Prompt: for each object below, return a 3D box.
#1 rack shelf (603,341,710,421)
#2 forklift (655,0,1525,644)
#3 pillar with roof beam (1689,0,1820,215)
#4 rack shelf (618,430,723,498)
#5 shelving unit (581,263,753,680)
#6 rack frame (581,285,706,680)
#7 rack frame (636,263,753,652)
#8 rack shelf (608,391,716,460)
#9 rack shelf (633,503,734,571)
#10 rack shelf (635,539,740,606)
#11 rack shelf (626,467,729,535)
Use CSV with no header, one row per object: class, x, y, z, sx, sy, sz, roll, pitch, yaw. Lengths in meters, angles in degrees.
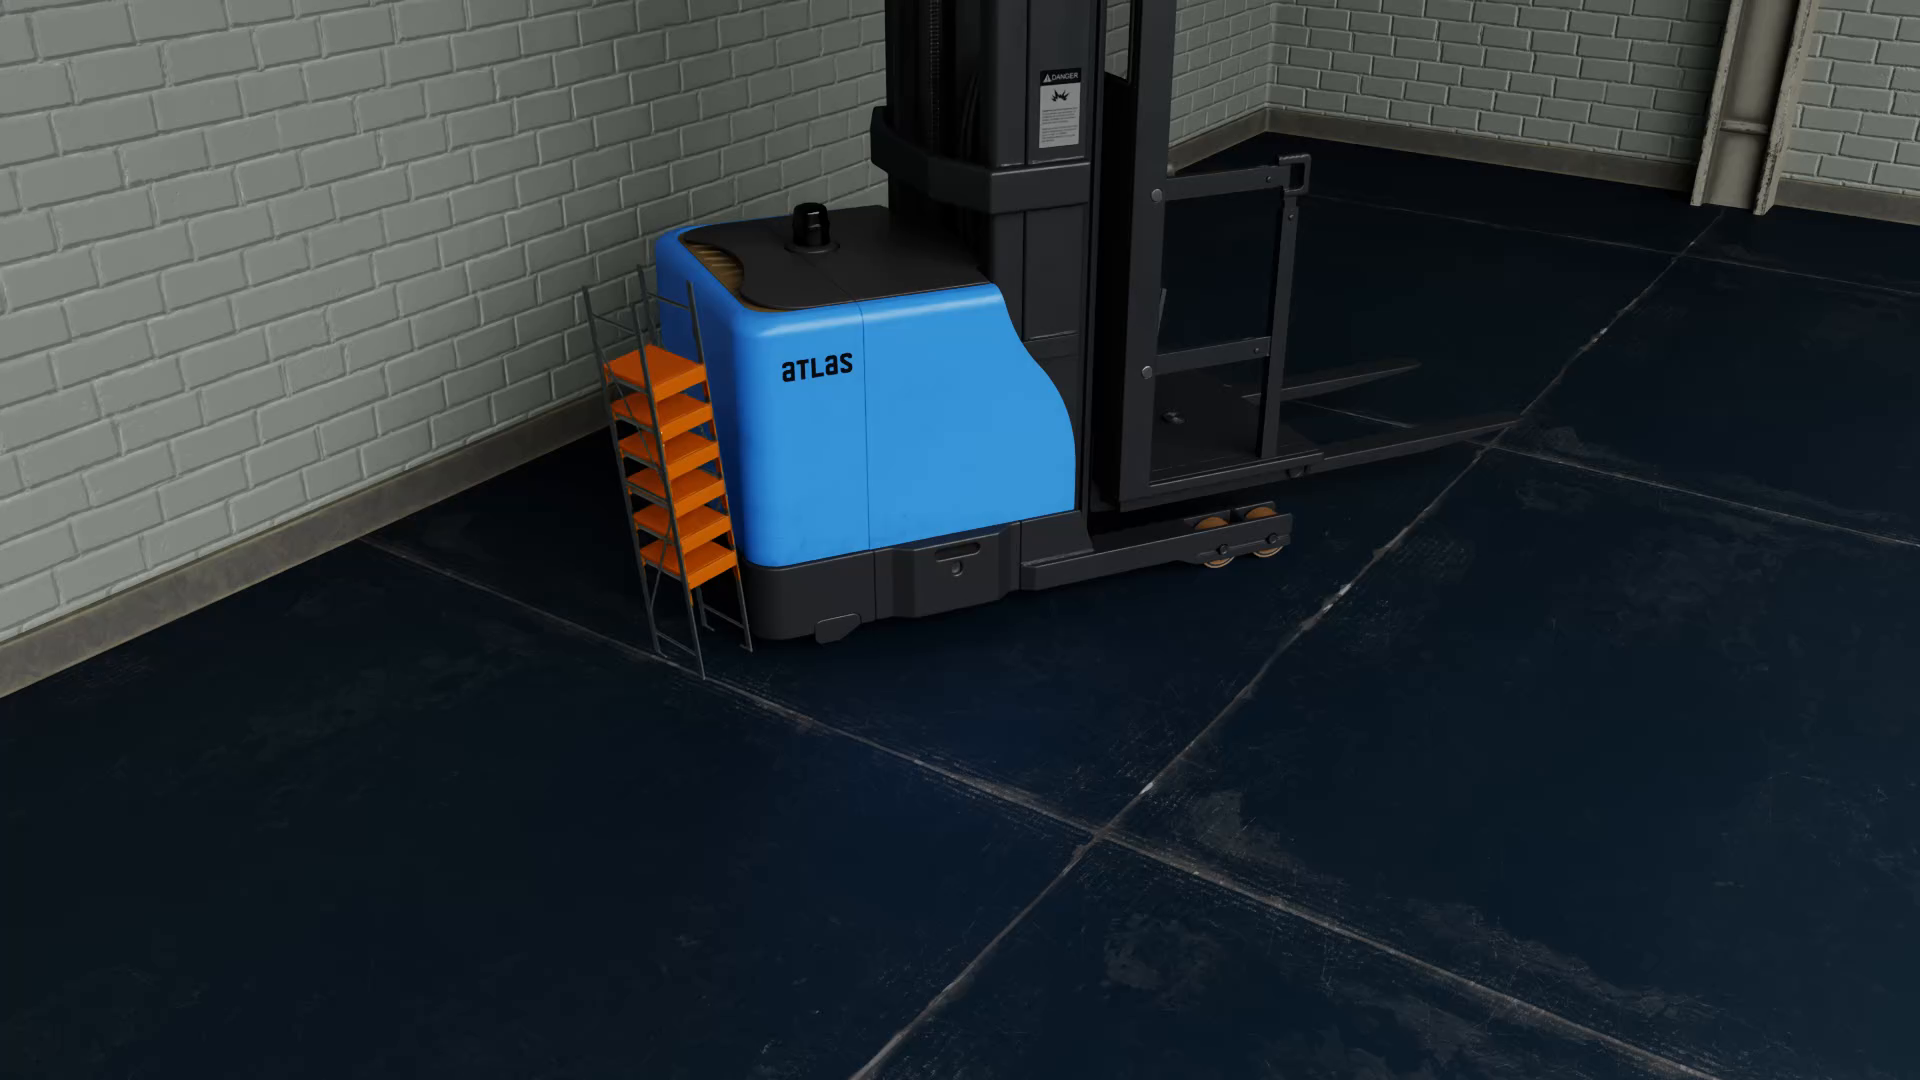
rack shelf,-0.844,-0.441,4.587,0.258,0.103,0.180,24,41,38
forklift,0.570,-1.420,5.308,3.031,2.935,1.130,-11,29,-21
pillar with roof beam,1.991,-4.330,4.337,0.400,9.000,9.100,17,32,30
rack shelf,-0.827,-0.236,4.711,0.258,0.103,0.180,24,41,38
shelving unit,-0.822,-0.172,4.750,0.258,1.200,0.189,24,41,38
rack frame,-0.885,-0.134,4.696,0.240,1.200,0.006,24,41,38
rack frame,-0.759,-0.210,4.804,0.240,1.200,0.006,24,41,38
rack shelf,-0.836,-0.339,4.649,0.258,0.103,0.180,24,41,38
rack shelf,-0.810,-0.032,4.835,0.258,0.103,0.180,24,41,38
rack shelf,-0.802,0.071,4.897,0.258,0.103,0.180,24,41,38
rack shelf,-0.819,-0.134,4.773,0.258,0.103,0.180,24,41,38
